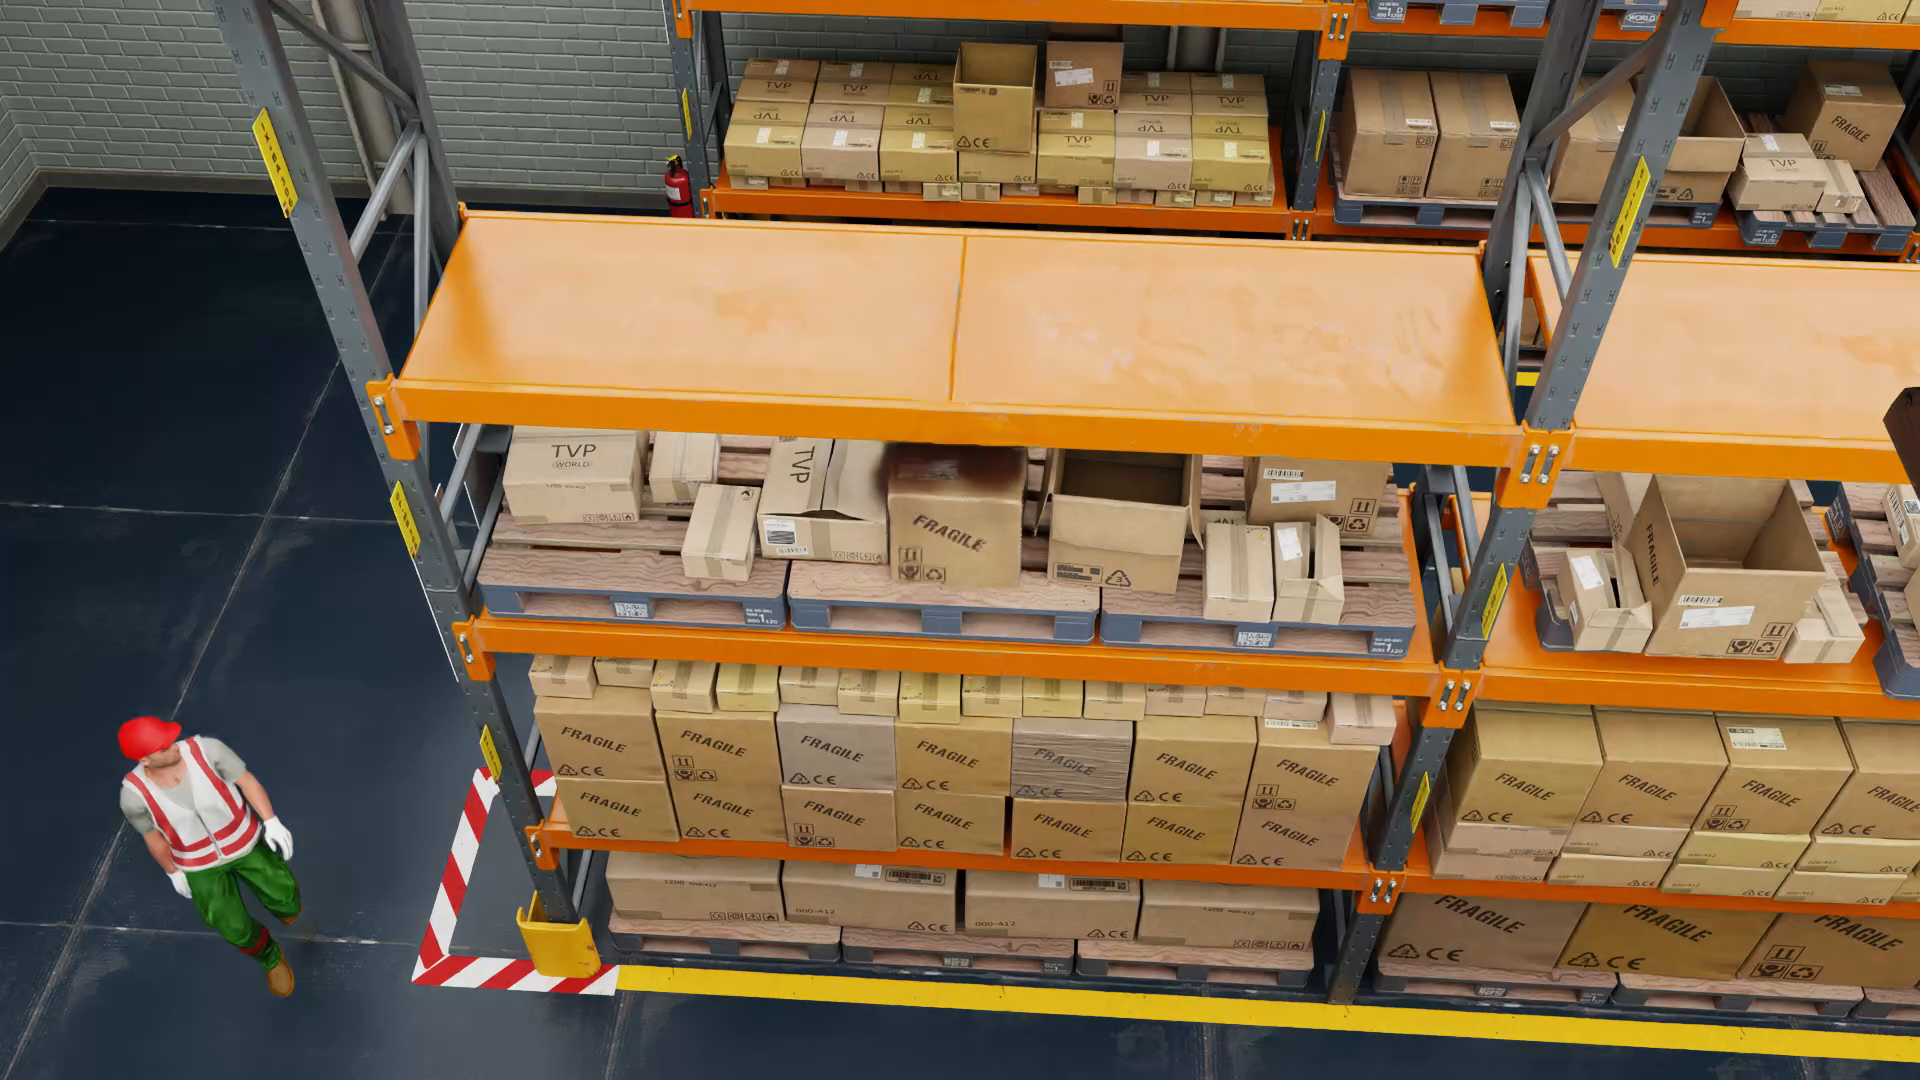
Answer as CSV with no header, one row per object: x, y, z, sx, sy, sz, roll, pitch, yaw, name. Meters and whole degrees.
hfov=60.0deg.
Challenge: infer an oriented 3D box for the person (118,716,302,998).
-3.514,1.501,7.953,0.591,1.700,0.677,-25,53,-21,person
